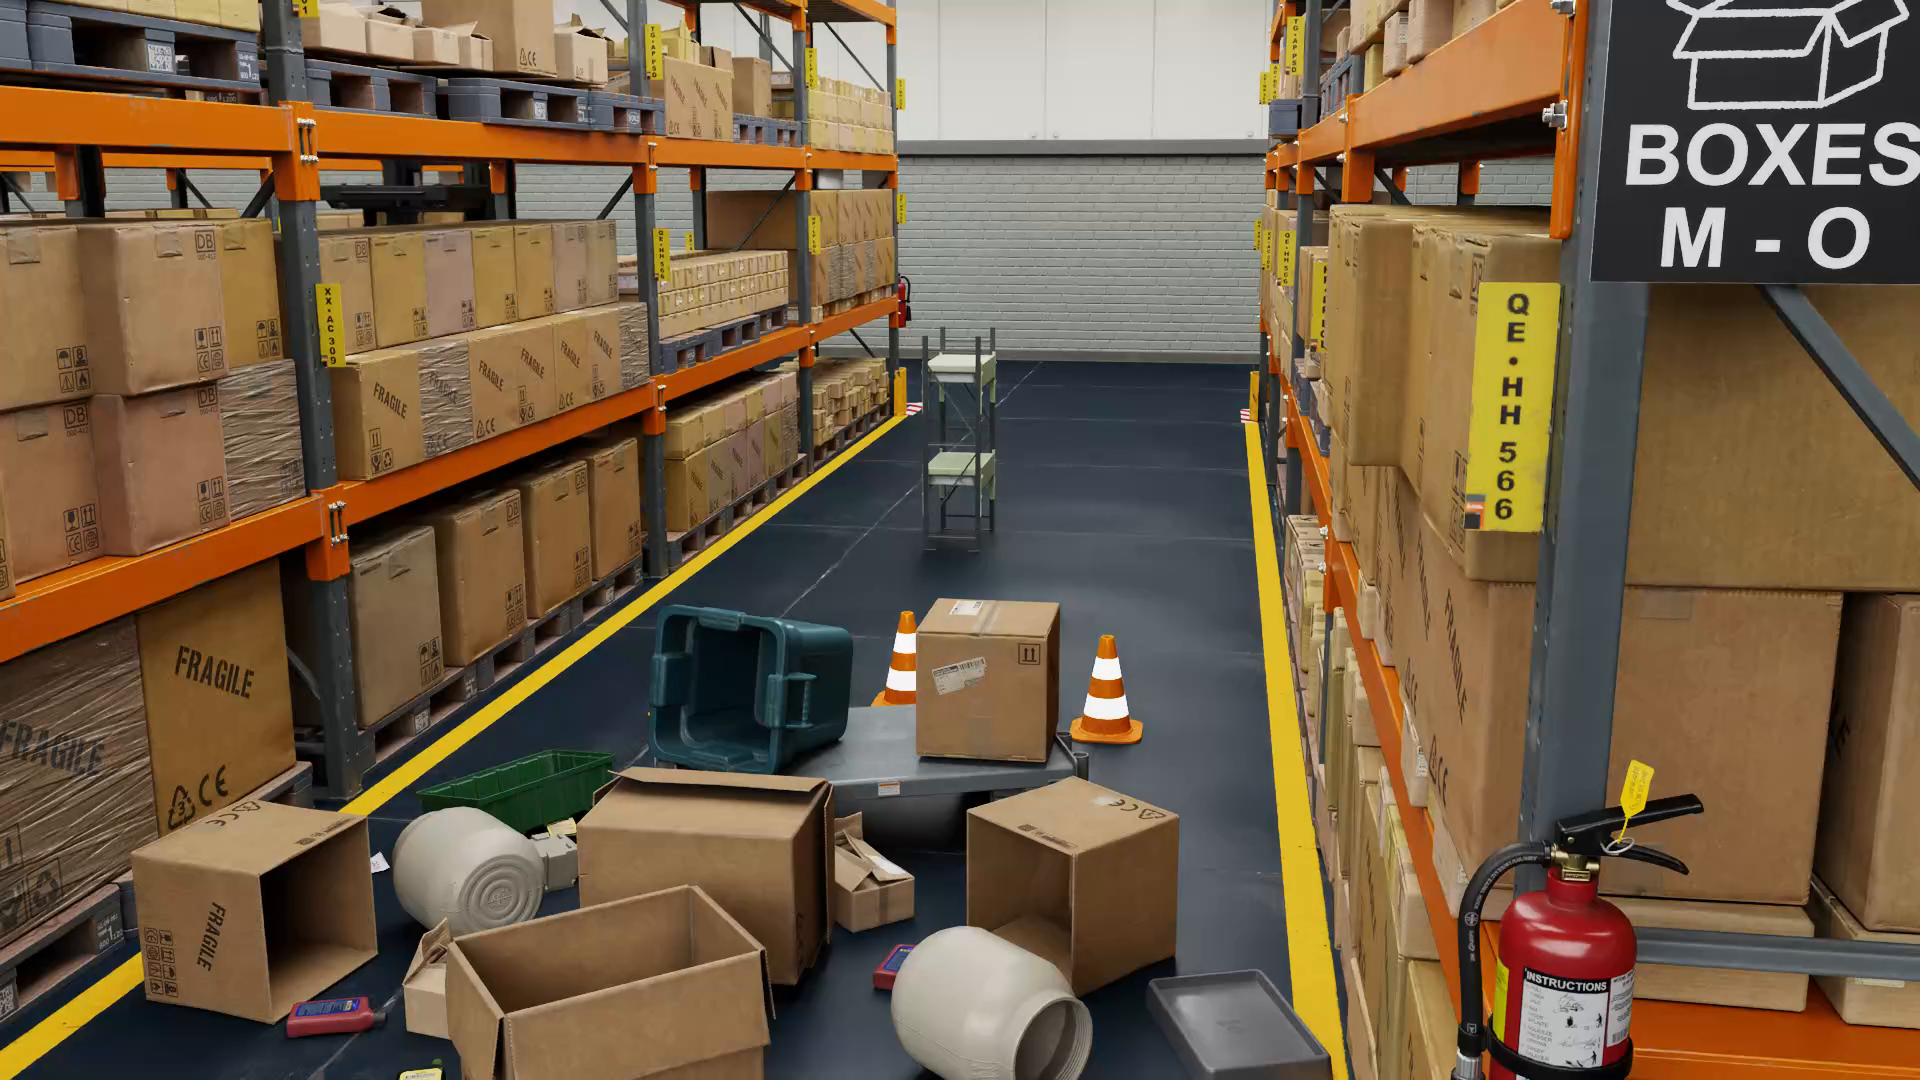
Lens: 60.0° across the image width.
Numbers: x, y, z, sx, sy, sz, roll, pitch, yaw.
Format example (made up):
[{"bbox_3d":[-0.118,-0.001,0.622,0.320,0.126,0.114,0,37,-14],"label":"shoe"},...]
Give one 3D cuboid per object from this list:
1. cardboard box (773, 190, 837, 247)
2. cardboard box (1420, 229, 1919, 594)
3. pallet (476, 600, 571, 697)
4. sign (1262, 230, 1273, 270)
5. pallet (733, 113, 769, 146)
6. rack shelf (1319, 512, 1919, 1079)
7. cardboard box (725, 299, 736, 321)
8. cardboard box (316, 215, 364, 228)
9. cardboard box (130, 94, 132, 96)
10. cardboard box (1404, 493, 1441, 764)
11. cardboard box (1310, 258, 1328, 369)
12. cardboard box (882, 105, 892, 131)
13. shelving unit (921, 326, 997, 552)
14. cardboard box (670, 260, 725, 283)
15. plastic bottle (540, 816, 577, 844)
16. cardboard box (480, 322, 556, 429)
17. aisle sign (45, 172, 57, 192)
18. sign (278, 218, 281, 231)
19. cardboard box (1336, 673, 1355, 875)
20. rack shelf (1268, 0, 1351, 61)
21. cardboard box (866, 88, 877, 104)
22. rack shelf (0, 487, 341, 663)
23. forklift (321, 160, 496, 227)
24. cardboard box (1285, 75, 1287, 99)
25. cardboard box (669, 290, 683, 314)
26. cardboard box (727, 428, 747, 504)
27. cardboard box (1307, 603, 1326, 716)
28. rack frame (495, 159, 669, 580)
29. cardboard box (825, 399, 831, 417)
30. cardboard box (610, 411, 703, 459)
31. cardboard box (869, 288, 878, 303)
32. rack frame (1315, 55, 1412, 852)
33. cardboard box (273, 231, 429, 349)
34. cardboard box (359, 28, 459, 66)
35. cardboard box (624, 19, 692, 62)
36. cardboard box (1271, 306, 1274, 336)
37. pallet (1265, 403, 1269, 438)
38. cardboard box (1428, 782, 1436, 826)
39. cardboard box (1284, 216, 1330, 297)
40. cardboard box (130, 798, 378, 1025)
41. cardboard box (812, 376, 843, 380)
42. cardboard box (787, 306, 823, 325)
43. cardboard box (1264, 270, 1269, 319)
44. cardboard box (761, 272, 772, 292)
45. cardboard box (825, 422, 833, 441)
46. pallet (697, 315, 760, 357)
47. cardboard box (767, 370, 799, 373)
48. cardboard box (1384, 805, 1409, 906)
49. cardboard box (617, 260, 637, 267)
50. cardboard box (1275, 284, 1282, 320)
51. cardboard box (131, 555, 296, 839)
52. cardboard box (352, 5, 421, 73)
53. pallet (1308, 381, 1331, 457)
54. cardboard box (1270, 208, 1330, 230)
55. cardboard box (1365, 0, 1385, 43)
[{"bbox_3d":[-1.422,-2.943,15.215,0.500,0.500,0.500,2,12,7],"label":"cardboard box"},{"bbox_3d":[1.127,-0.225,2.601,0.700,0.500,0.500,2,12,7],"label":"cardboard box"},{"bbox_3d":[-2.798,0.545,8.965,1.003,0.211,1.213,2,12,9],"label":"pallet"},{"bbox_3d":[2.561,-2.406,13.796,0.100,0.325,0.005,2,12,9],"label":"sign"},{"bbox_3d":[-2.154,-3.099,12.581,1.213,0.211,1.003,2,12,9],"label":"pallet"},{"bbox_3d":[1.572,0.507,4.230,1.077,0.370,4.000,2,12,9],"label":"rack shelf"},{"bbox_3d":[-1.901,-1.733,12.512,0.380,0.149,0.250,1,12,7],"label":"cardboard box"},{"bbox_3d":[-6.197,-2.989,16.611,0.500,0.500,0.500,1,12,7],"label":"cardboard box"},{"bbox_3d":[-6.940,-3.650,13.906,0.500,0.311,0.500,1,12,7],"label":"cardboard box"},{"bbox_3d":[1.157,0.151,3.229,0.500,0.500,0.500,2,12,9],"label":"cardboard box"},{"bbox_3d":[1.964,-1.084,7.963,0.500,0.500,0.500,1,12,7],"label":"cardboard box"},{"bbox_3d":[-1.001,-4.432,17.487,0.500,0.250,0.500,1,12,7],"label":"cardboard box"},{"bbox_3d":[-0.001,-0.732,11.829,0.431,1.500,0.755,2,12,9],"label":"shelving unit"},{"bbox_3d":[-1.949,-1.970,12.203,0.380,0.149,0.250,2,12,10],"label":"cardboard box"},{"bbox_3d":[-1.579,1.142,6.548,0.133,0.061,0.283,-5,13,-21],"label":"plastic bottle"},{"bbox_3d":[-2.446,-0.865,8.650,0.500,0.500,0.500,2,12,10],"label":"cardboard box"},{"bbox_3d":[-10.661,-4.517,19.663,0.394,0.787,0.004,2,12,9],"label":"aisle sign"},{"bbox_3d":[-6.145,-2.759,15.117,0.100,0.325,0.005,2,12,9],"label":"sign"},{"bbox_3d":[1.451,0.737,5.204,0.500,0.500,0.500,2,12,11],"label":"cardboard box"},{"bbox_3d":[3.417,-4.728,15.231,1.077,0.370,4.000,2,12,9],"label":"rack shelf"},{"bbox_3d":[-1.050,-4.492,16.820,0.380,0.149,0.250,2,12,10],"label":"cardboard box"},{"bbox_3d":[-3.335,0.367,4.876,1.077,0.370,4.000,2,12,9],"label":"rack shelf"},{"bbox_3d":[-4.418,-1.845,13.596,1.130,2.935,3.031,2,12,9],"label":"forklift"},{"bbox_3d":[2.479,-3.191,11.325,0.500,0.500,0.500,2,12,9],"label":"cardboard box"},{"bbox_3d":[-2.100,-1.612,11.246,0.380,0.149,0.250,2,12,11],"label":"cardboard box"},{"bbox_3d":[-1.903,-0.567,12.443,0.500,0.500,0.500,2,12,7],"label":"cardboard box"},{"bbox_3d":[2.065,0.559,7.520,0.950,0.372,0.625,3,12,12],"label":"cardboard box"},{"bbox_3d":[-2.412,-1.233,10.596,1.000,3.000,0.127,2,12,9],"label":"rack frame"},{"bbox_3d":[-1.429,-1.252,15.746,0.380,0.149,0.250,1,12,6],"label":"cardboard box"},{"bbox_3d":[-2.067,-0.719,11.366,0.500,0.250,0.500,1,12,6],"label":"cardboard box"},{"bbox_3d":[-1.068,-2.542,17.263,0.380,0.149,0.250,2,12,10],"label":"cardboard box"},{"bbox_3d":[1.879,-0.261,6.086,1.000,3.000,0.127,2,12,9],"label":"rack frame"},{"bbox_3d":[-2.880,-1.149,7.594,0.700,0.500,0.500,2,12,8],"label":"cardboard box"},{"bbox_3d":[-2.555,-2.282,7.703,0.380,0.149,0.250,2,12,9],"label":"cardboard box"},{"bbox_3d":[-1.998,-3.305,11.036,0.396,0.266,0.258,2,12,9],"label":"cardboard box"},{"bbox_3d":[2.781,-1.770,13.444,0.500,0.250,0.500,2,12,7],"label":"cardboard box"},{"bbox_3d":[3.679,-1.227,17.187,1.003,0.211,1.213,2,12,9],"label":"pallet"},{"bbox_3d":[1.100,0.500,3.148,0.380,0.149,0.250,2,12,8],"label":"cardboard box"},{"bbox_3d":[2.386,-1.855,10.869,0.500,0.500,0.500,2,12,10],"label":"cardboard box"},{"bbox_3d":[-2.252,1.176,5.342,0.500,0.500,0.500,4,13,18],"label":"cardboard box"},{"bbox_3d":[-1.350,-1.508,16.228,0.380,0.149,0.250,1,12,6],"label":"cardboard box"},{"bbox_3d":[-1.430,-1.992,14.711,0.380,0.149,0.250,2,12,11],"label":"cardboard box"},{"bbox_3d":[3.065,-2.293,15.275,0.500,0.500,0.500,2,12,8],"label":"cardboard box"},{"bbox_3d":[-1.743,-2.098,13.503,0.380,0.149,0.250,2,12,11],"label":"cardboard box"},{"bbox_3d":[-1.383,-0.998,15.276,0.380,0.149,0.250,2,12,10],"label":"cardboard box"},{"bbox_3d":[-2.148,-1.553,12.534,1.003,0.211,1.213,2,12,9],"label":"pallet"},{"bbox_3d":[-1.781,-1.628,16.788,0.380,0.149,0.250,2,12,10],"label":"cardboard box"},{"bbox_3d":[1.162,0.721,3.740,0.380,0.149,0.250,2,12,10],"label":"cardboard box"},{"bbox_3d":[-2.589,-1.993,12.307,0.380,0.149,0.250,2,12,11],"label":"cardboard box"},{"bbox_3d":[2.531,-1.696,11.914,0.500,0.250,0.500,2,12,7],"label":"cardboard box"},{"bbox_3d":[-3.193,0.561,6.315,0.875,0.875,0.875,2,12,10],"label":"cardboard box"},{"bbox_3d":[-2.975,-2.450,8.097,0.500,0.311,0.500,1,12,7],"label":"cardboard box"},{"bbox_3d":[2.231,-0.587,8.051,1.003,0.211,1.213,2,12,9],"label":"pallet"},{"bbox_3d":[2.909,-2.571,14.195,0.500,0.500,0.500,2,12,8],"label":"cardboard box"},{"bbox_3d":[1.471,-1.609,4.871,0.500,0.250,0.500,2,12,8],"label":"cardboard box"}]
